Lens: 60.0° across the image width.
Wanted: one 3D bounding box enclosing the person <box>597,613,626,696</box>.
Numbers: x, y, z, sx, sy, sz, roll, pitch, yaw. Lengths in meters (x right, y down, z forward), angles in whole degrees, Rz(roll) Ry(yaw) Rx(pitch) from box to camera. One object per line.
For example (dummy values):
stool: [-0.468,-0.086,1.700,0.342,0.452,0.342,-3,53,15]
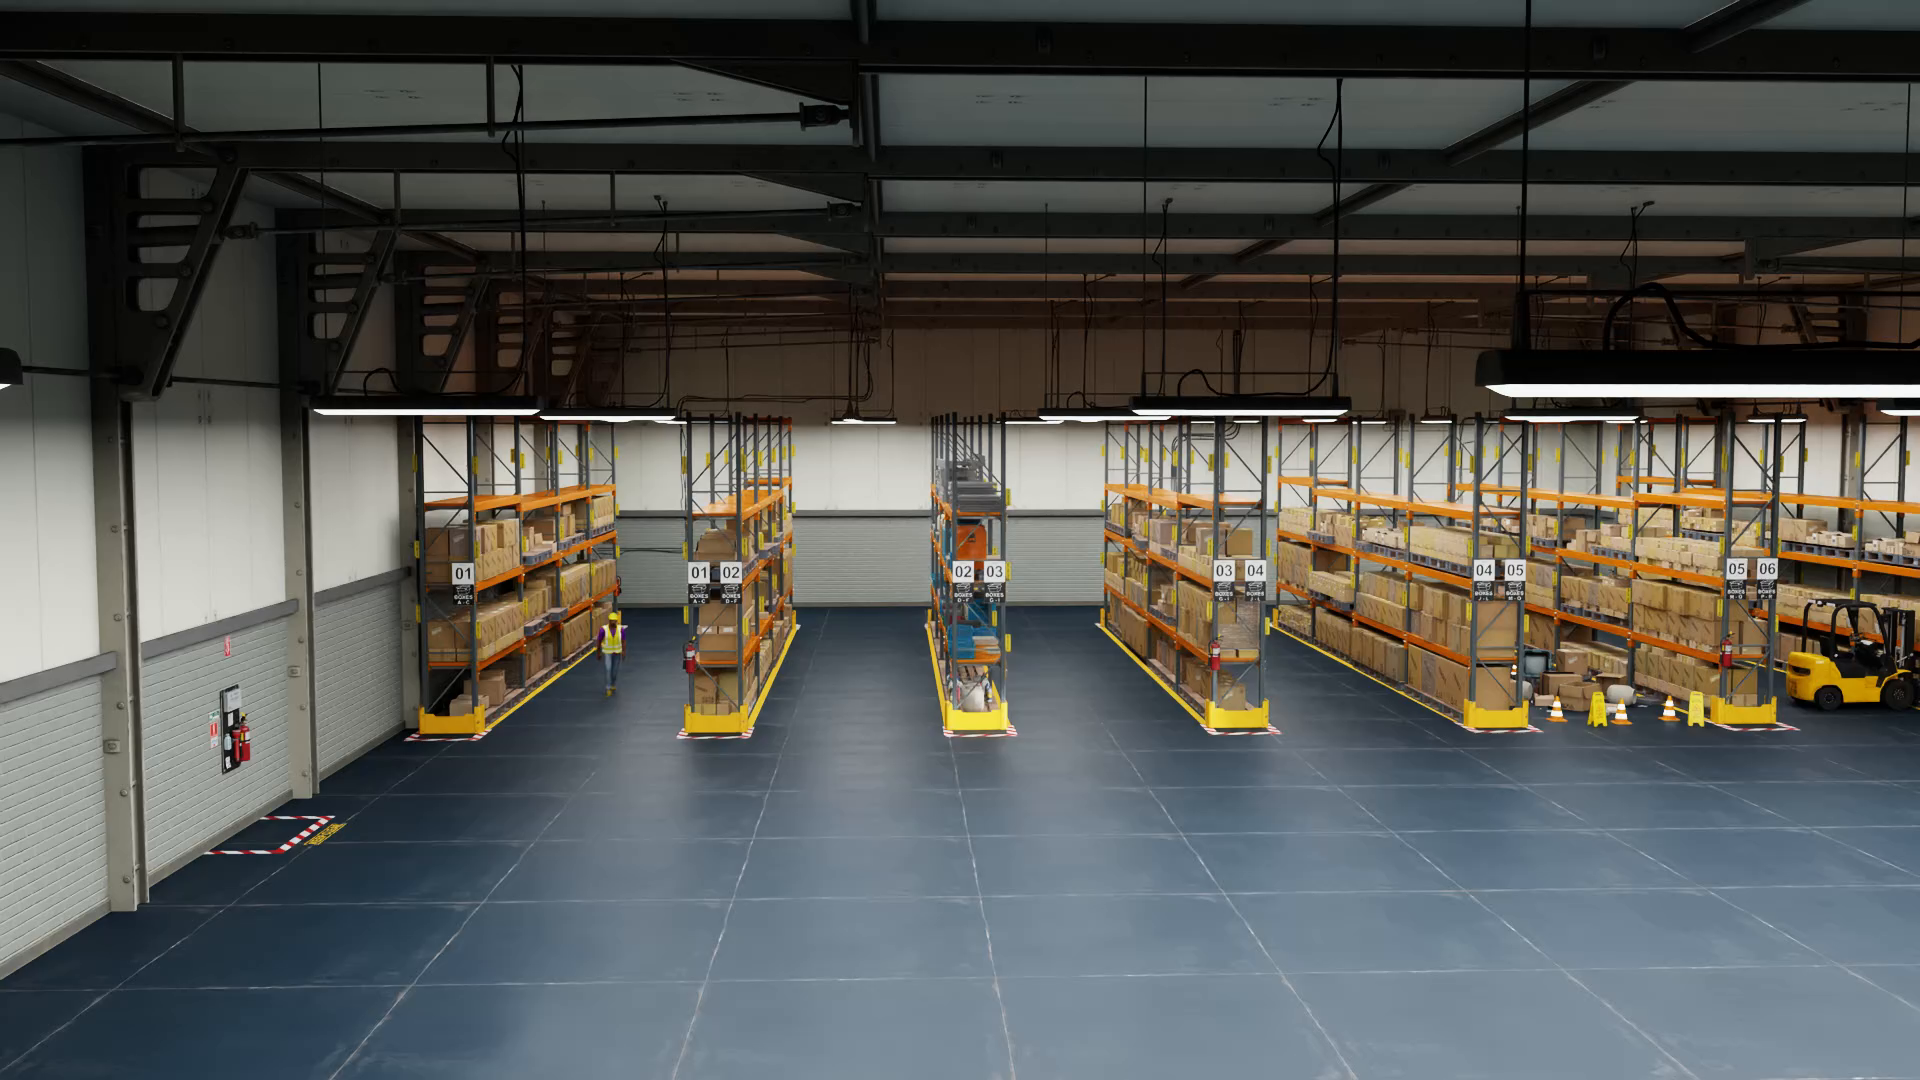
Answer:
person: [-7.432,2.416,35.586,0.592,1.716,0.951,-2,4,-28]
